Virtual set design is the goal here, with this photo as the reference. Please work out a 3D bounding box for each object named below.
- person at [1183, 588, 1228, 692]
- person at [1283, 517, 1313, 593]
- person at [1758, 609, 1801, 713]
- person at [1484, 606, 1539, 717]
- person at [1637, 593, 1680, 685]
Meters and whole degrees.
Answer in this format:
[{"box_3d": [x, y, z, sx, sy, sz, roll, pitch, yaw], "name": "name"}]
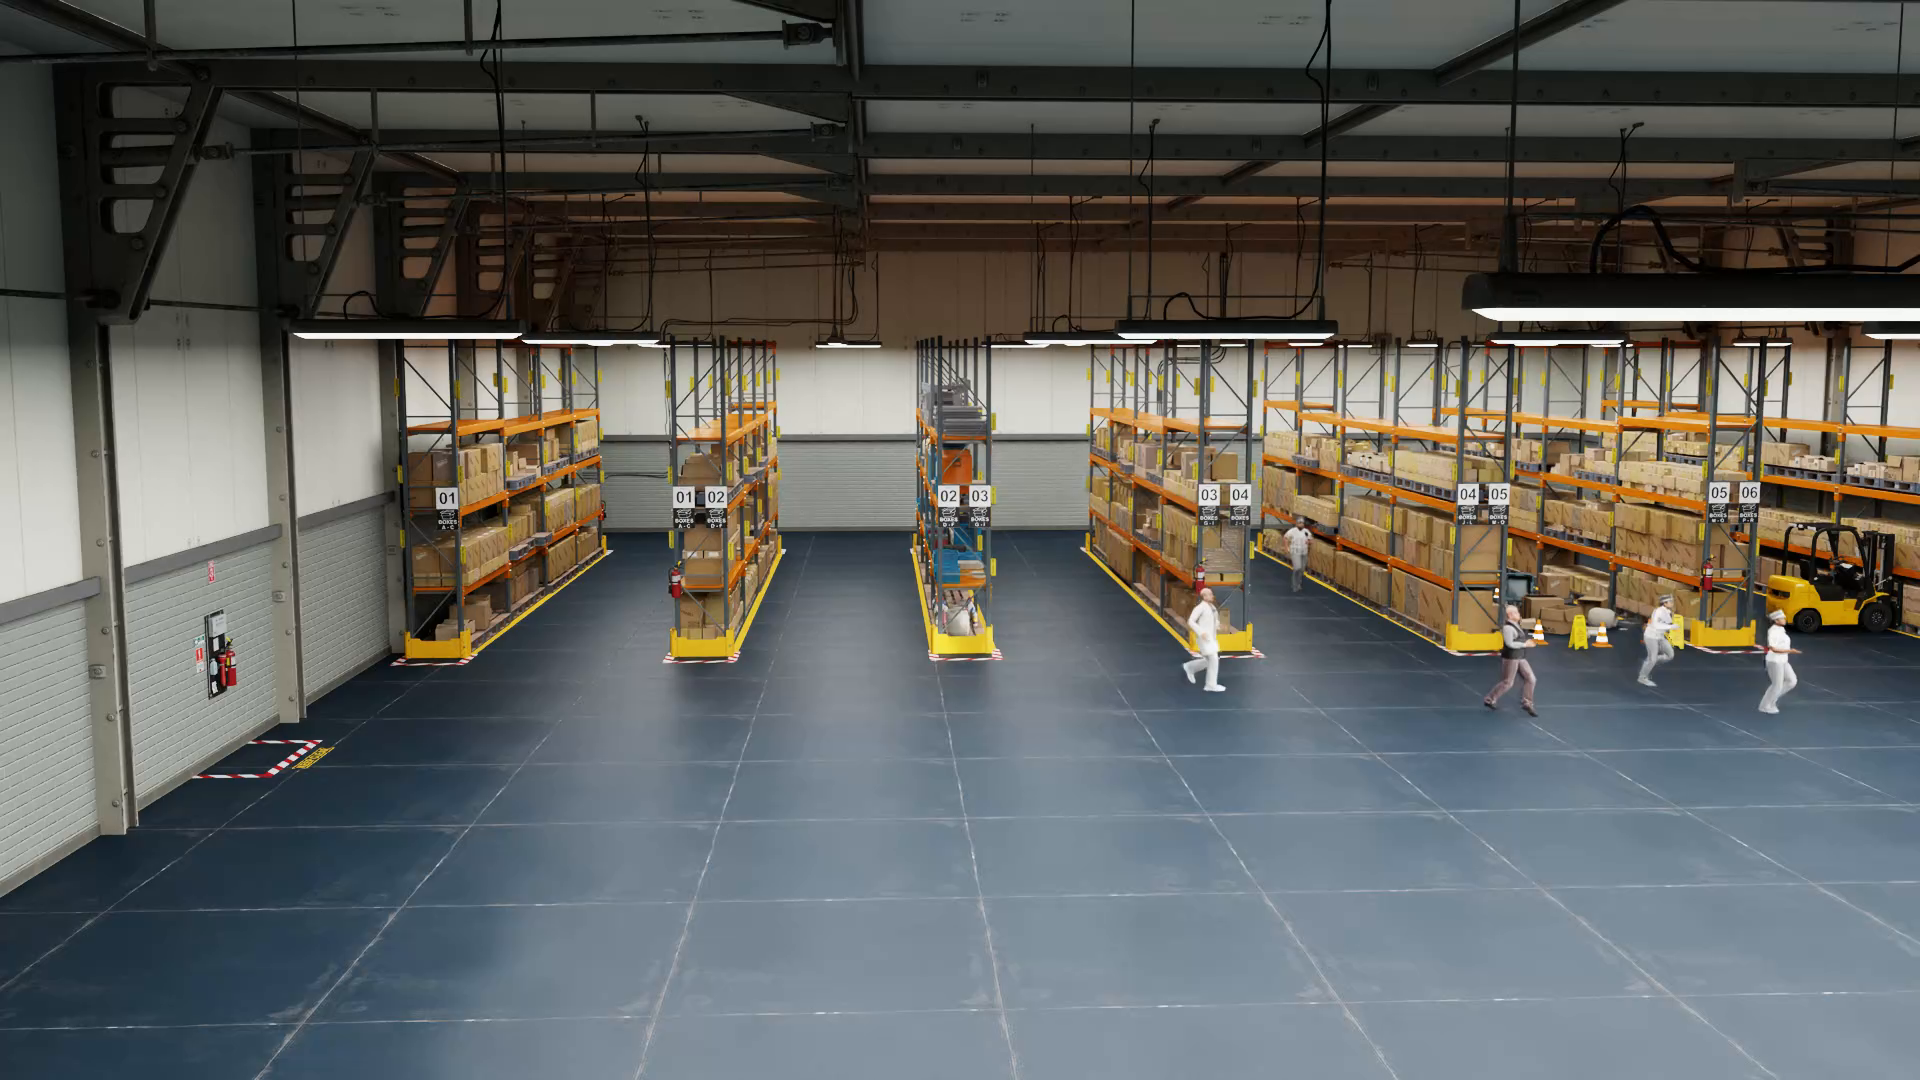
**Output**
[{"box_3d": [4.107, 1.672, 28.051, 0.798, 1.742, 0.709, 4, 8, 30], "name": "person"}, {"box_3d": [8.083, 0.358, 39.609, 0.631, 1.850, 0.754, -1, 7, -12], "name": "person"}, {"box_3d": [12.941, 1.921, 26.195, 0.586, 1.667, 0.537, 5, 8, 39], "name": "person"}, {"box_3d": [8.730, 1.834, 26.228, 0.821, 1.597, 0.661, 5, 8, 35], "name": "person"}, {"box_3d": [11.961, 1.697, 28.422, 0.601, 1.625, 0.708, -6, 9, -43], "name": "person"}]
